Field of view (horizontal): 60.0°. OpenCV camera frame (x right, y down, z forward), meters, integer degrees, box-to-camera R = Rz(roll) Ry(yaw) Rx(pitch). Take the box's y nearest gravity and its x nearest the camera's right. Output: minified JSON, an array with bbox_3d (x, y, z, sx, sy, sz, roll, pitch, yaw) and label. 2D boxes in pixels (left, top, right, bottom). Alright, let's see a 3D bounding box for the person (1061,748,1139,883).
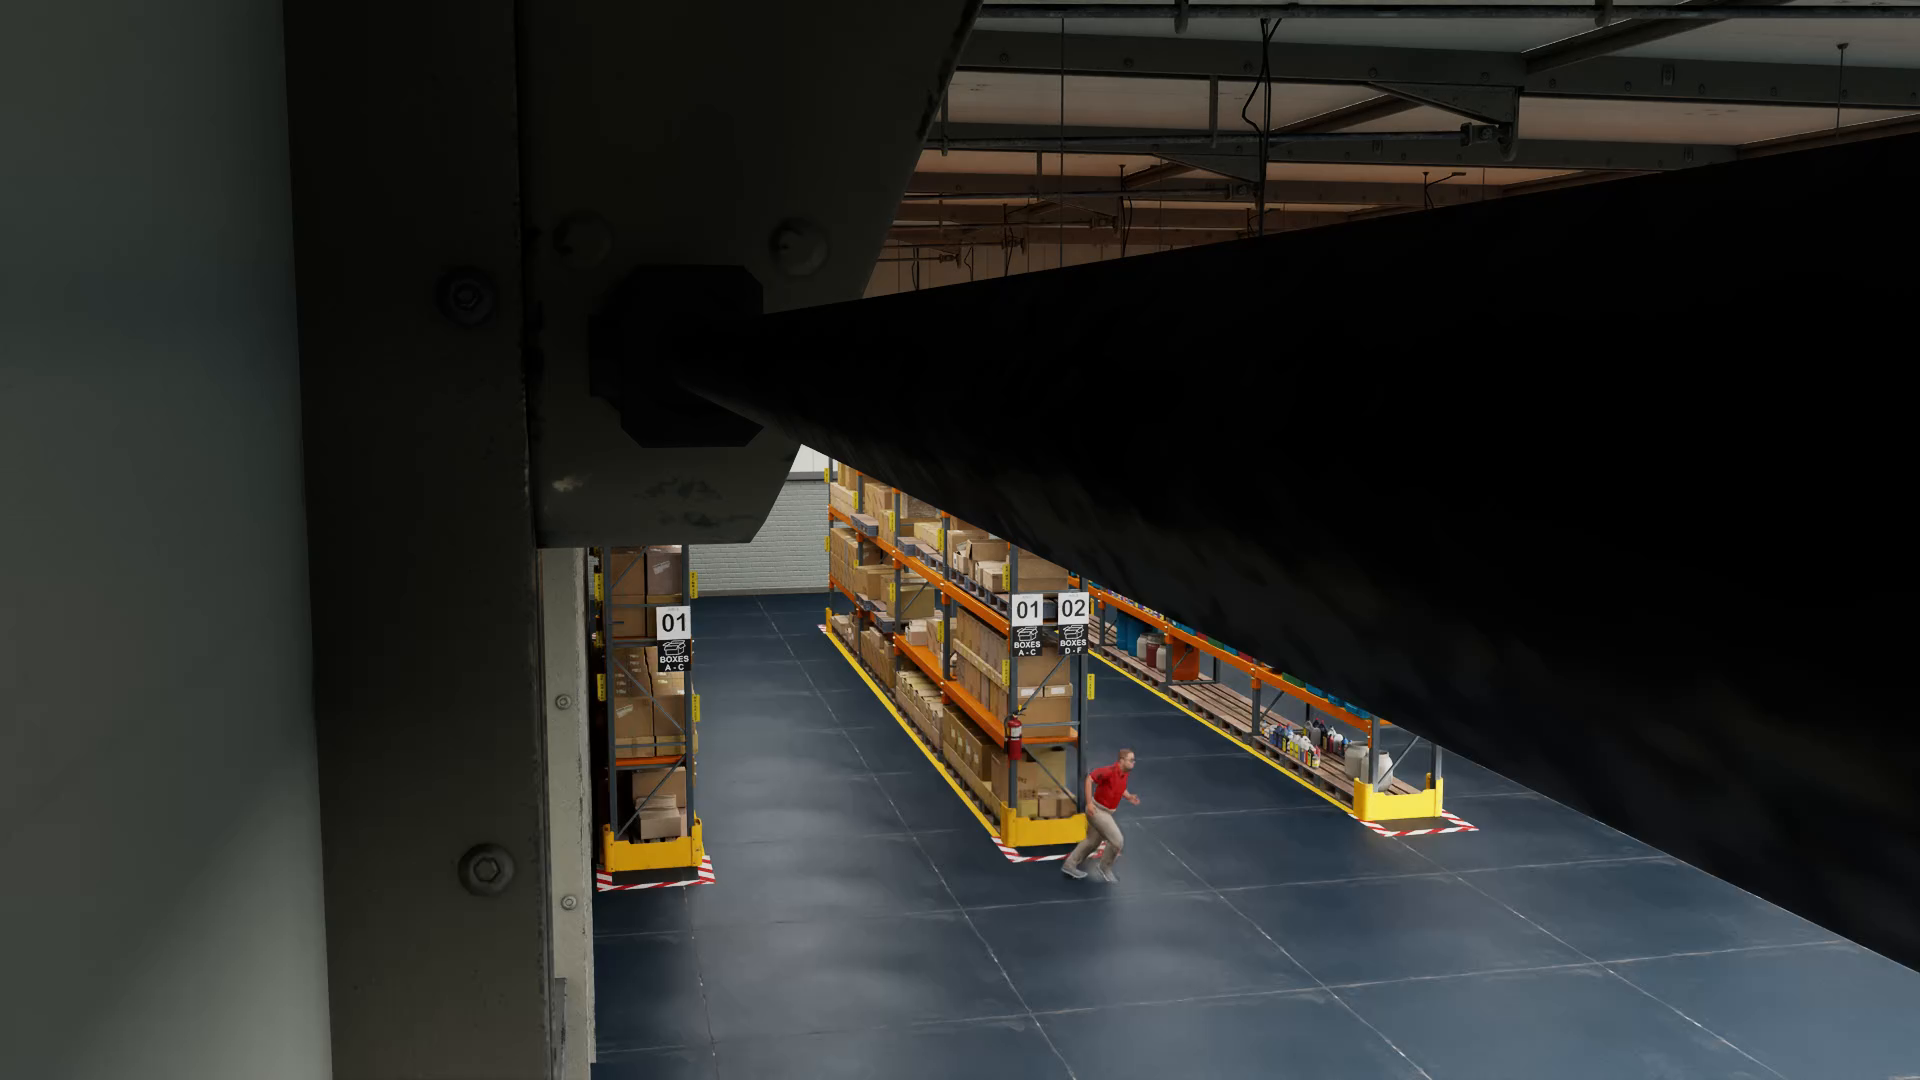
[{"bbox_3d":[1.671,3.244,19.592,0.900,1.650,0.686,3,7,25],"label":"person"}]
